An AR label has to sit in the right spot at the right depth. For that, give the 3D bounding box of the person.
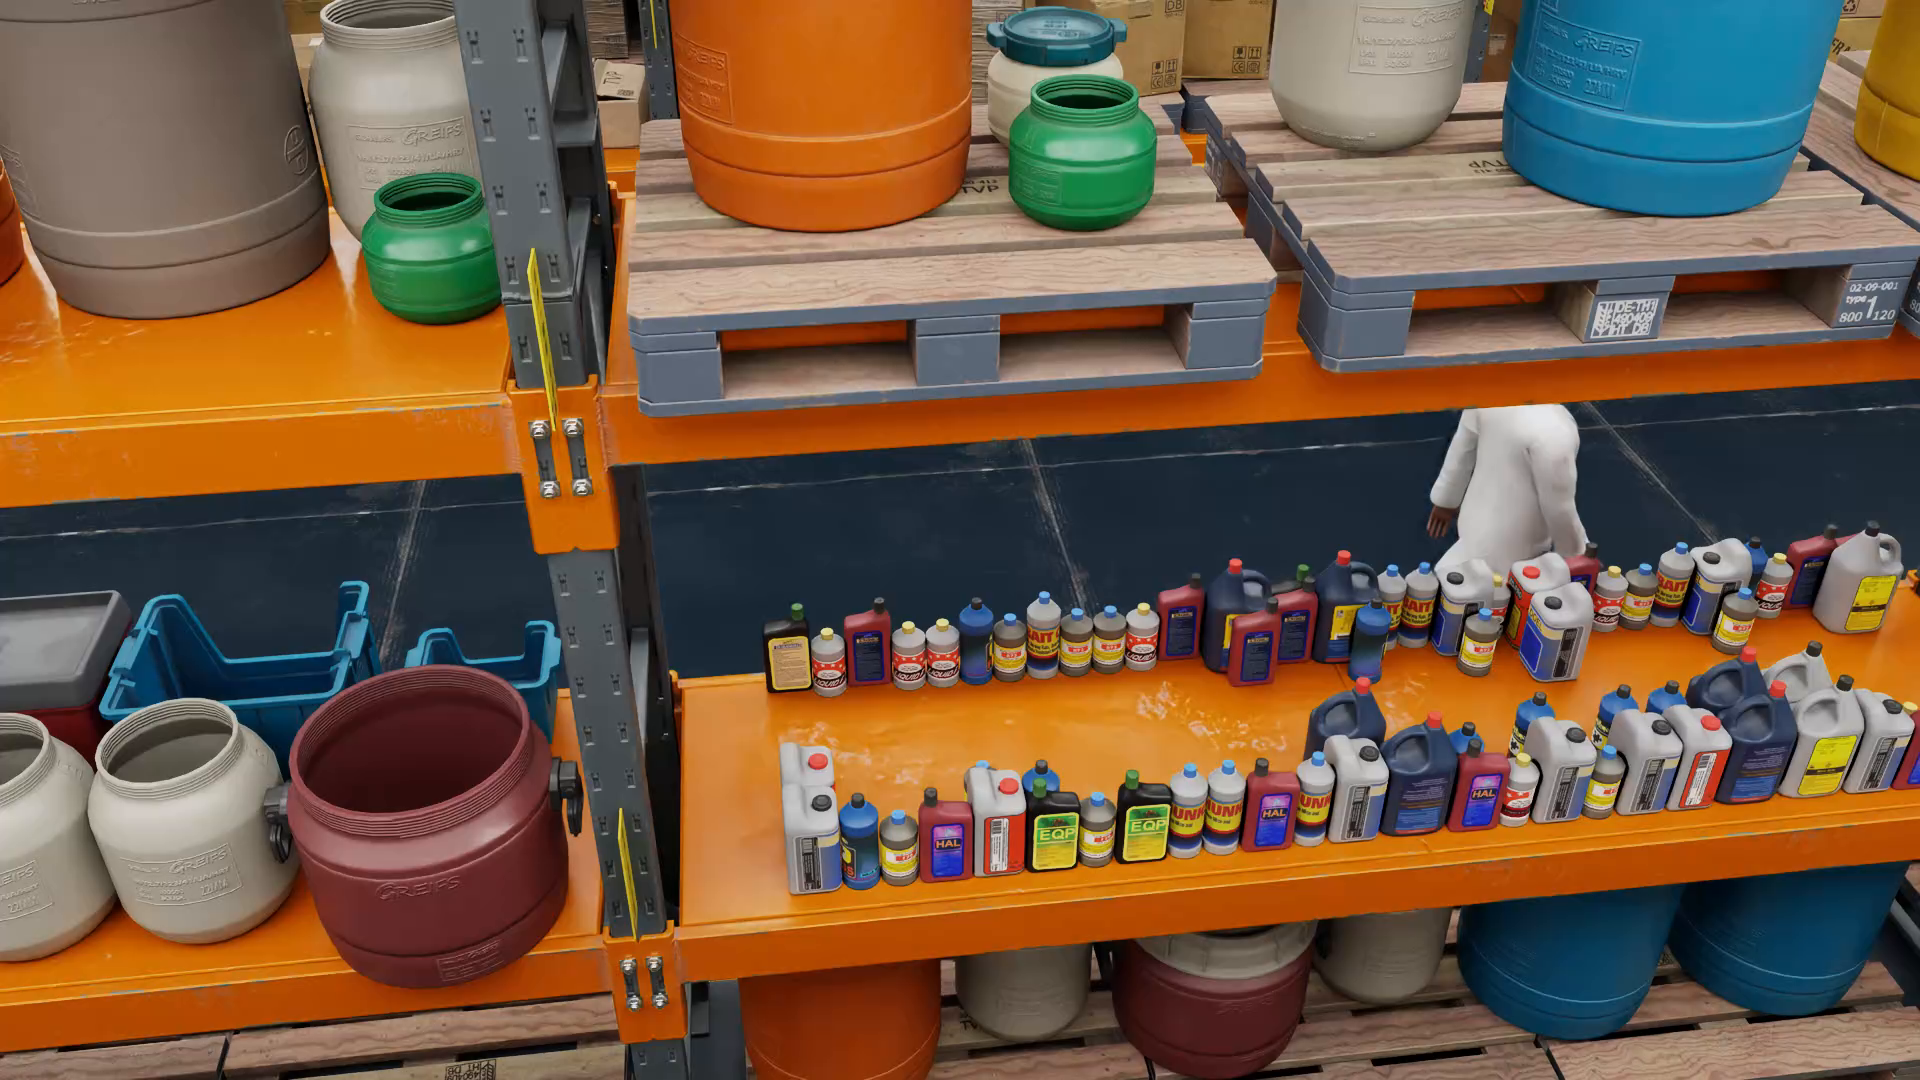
[{"bbox_3d":[2.070,-0.032,6.218,1.164,1.723,0.643,-5,35,-7],"label":"person"}]
